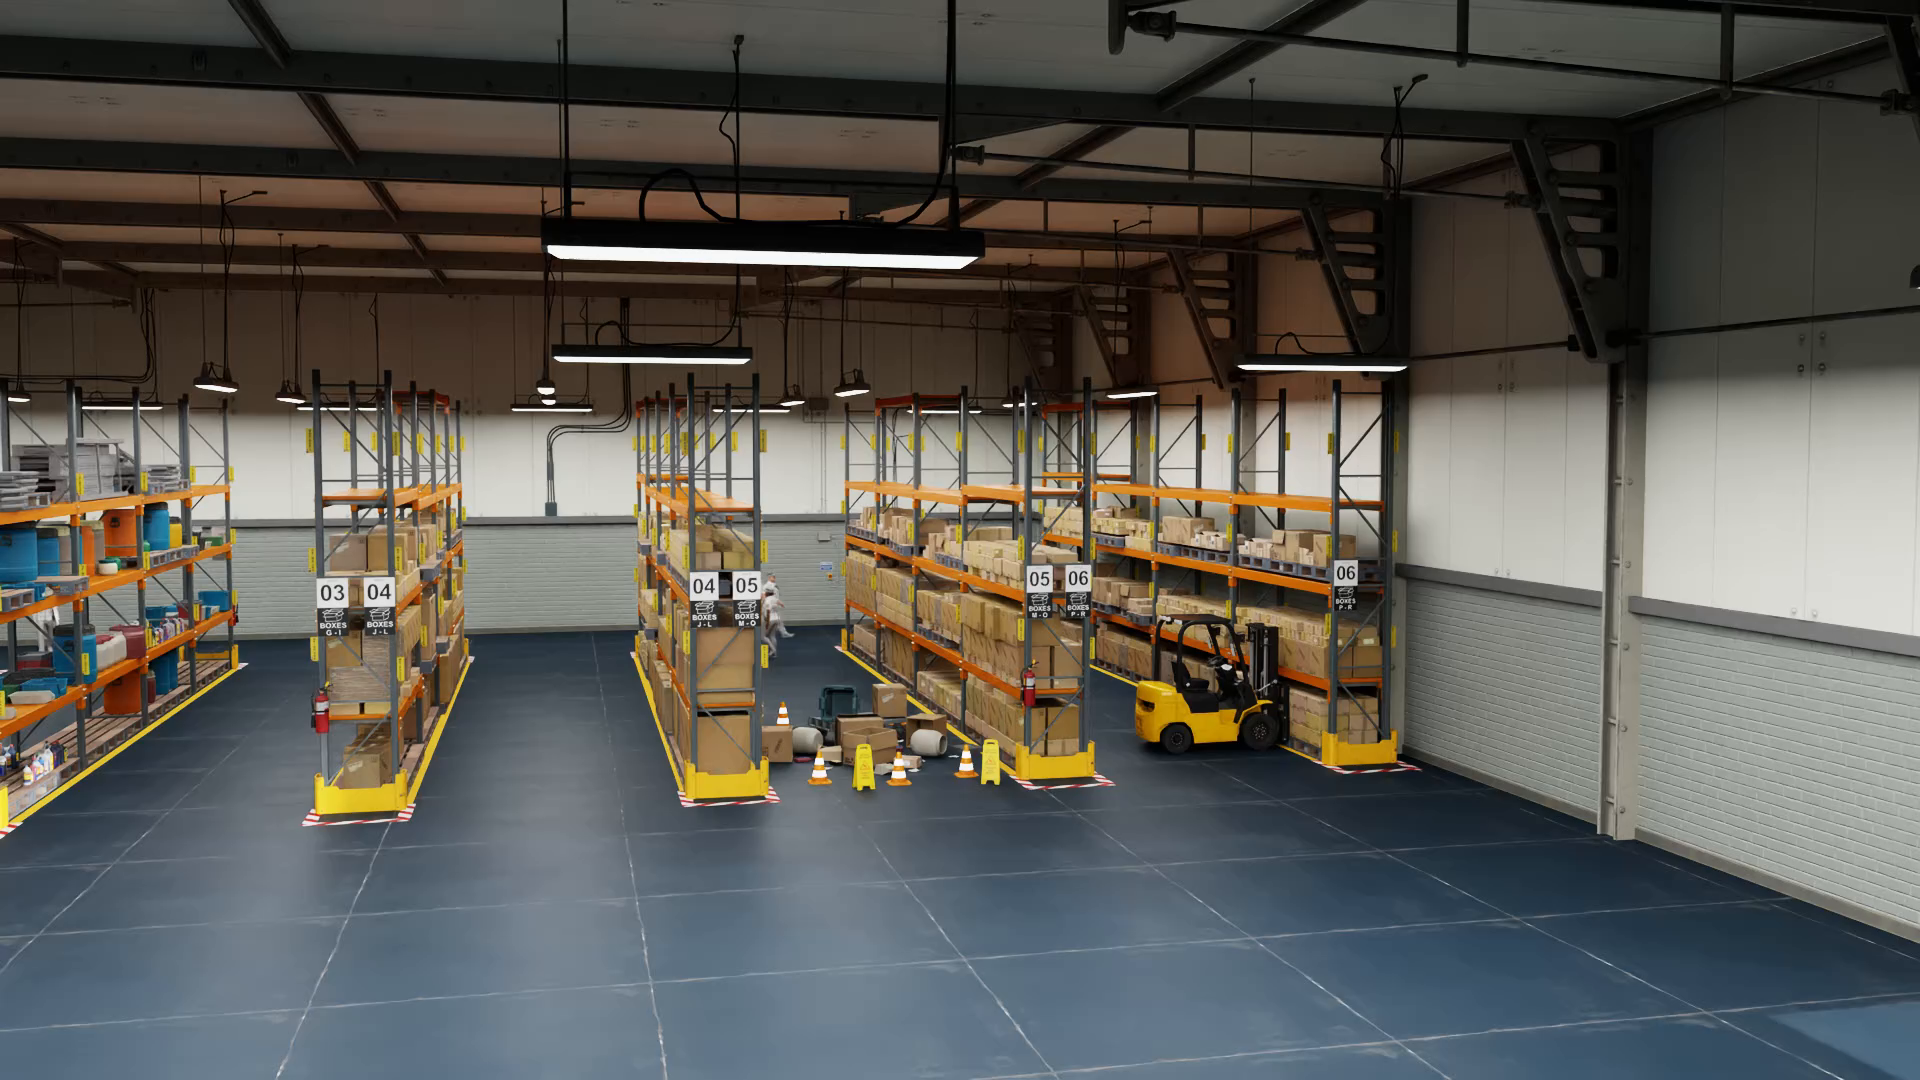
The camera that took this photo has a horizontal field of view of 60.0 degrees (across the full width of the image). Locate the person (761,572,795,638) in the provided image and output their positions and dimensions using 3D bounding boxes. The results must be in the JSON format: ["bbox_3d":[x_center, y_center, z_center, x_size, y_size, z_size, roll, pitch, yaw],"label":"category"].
[{"bbox_3d":[-4.808,1.659,42.748,1.095,1.709,0.508,0,3,-7],"label":"person"}]

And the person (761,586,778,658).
[{"bbox_3d":[-4.437,1.917,38.890,0.407,1.681,0.491,1,4,21],"label":"person"}]

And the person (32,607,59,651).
[{"bbox_3d":[-21.559,1.901,39.205,0.561,1.628,1.007,-2,4,-28],"label":"person"}]
